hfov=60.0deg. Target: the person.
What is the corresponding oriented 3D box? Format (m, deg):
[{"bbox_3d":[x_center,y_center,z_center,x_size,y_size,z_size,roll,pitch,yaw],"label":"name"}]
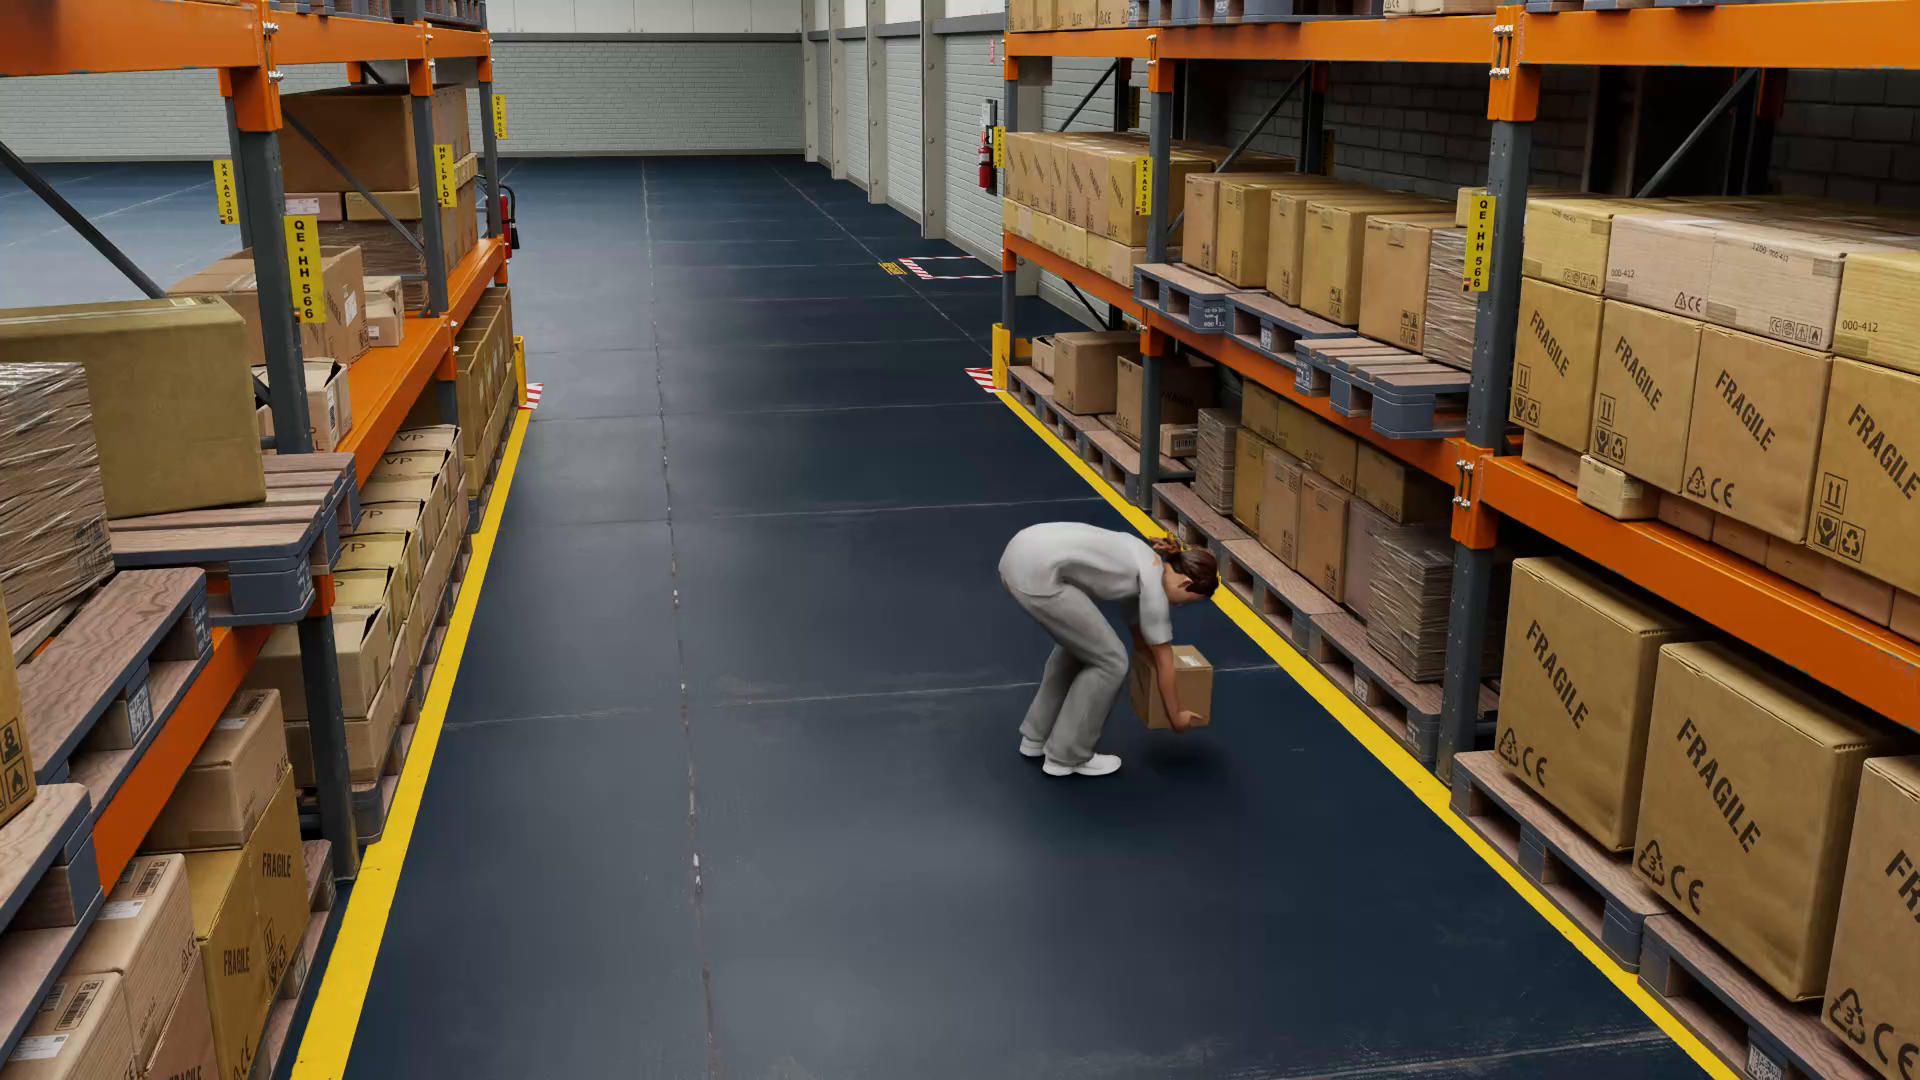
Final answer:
[{"bbox_3d":[0.577,0.397,6.433,0.860,0.974,0.448,-4,17,-13],"label":"person"}]
